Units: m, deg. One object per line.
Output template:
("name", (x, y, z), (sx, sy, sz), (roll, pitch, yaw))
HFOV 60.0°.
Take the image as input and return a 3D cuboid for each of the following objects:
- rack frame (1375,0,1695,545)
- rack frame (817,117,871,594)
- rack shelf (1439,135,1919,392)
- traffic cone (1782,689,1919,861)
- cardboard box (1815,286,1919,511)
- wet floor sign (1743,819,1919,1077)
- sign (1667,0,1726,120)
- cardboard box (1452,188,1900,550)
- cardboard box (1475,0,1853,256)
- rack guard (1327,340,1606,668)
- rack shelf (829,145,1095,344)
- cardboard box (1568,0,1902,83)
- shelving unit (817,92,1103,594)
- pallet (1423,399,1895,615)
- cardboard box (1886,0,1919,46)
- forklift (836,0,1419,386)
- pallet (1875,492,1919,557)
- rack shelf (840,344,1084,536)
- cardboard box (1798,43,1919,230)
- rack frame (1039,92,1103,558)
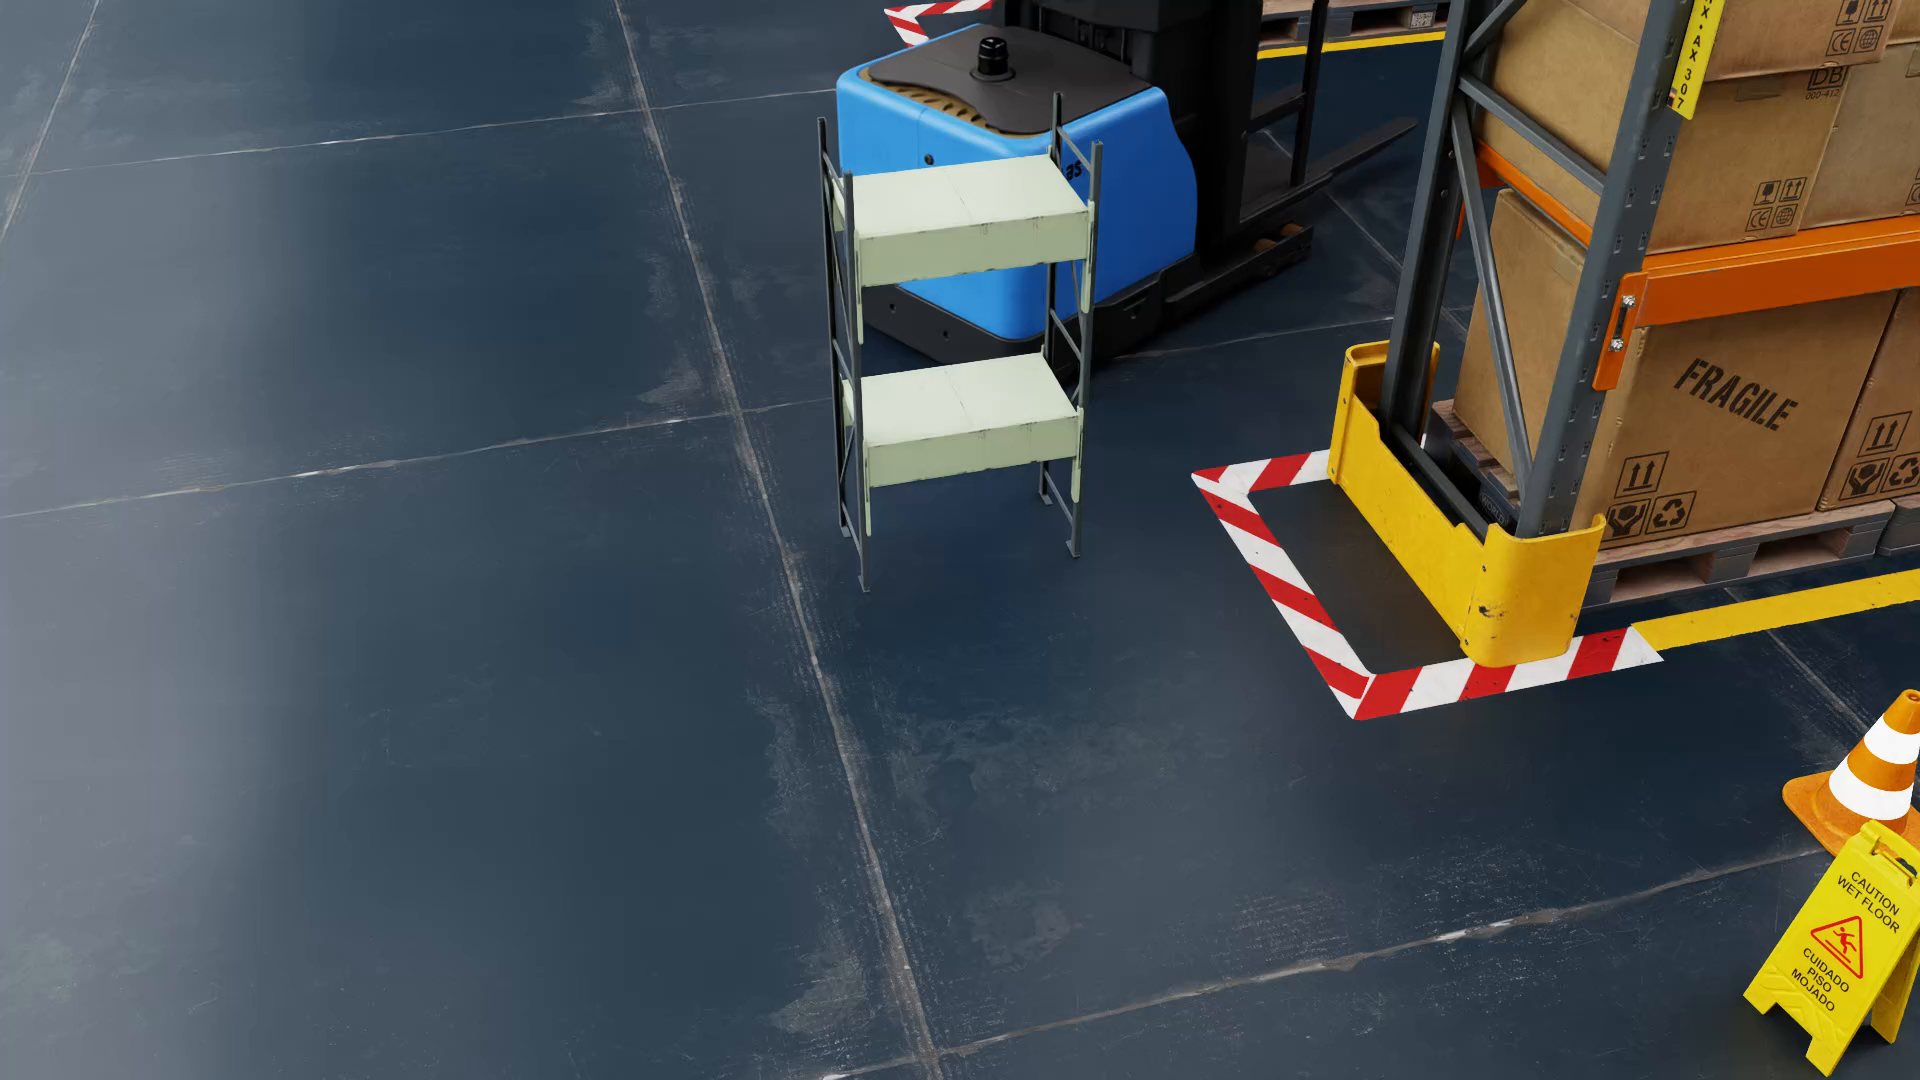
("rack frame", (1.666, -1.154, 4.789), (0.127, 3.000, 1.000), (-9, 38, -12))
("rack frame", (-0.360, -0.537, 5.217), (0.023, 1.500, 0.400), (-9, 38, -12))
("rack shelf", (3.597, -1.185, 5.422), (4.000, 0.370, 1.077), (-9, 38, -12))
("traffic cone", (2.549, 0.603, 4.581), (0.334, 0.463, 0.336), (-9, 38, -12))
("cardboard box", (3.152, -0.763, 5.682), (0.875, 0.875, 0.875), (-10, 39, -13))
("wet floor sign", (2.154, 0.948, 3.980), (0.232, 0.644, 0.267), (-16, 40, -20))
("sign", (1.805, -1.202, 4.075), (0.005, 0.325, 0.100), (-9, 38, -12))
("cardboard box", (2.304, -0.623, 5.498), (0.875, 0.875, 0.875), (-9, 38, -12))
("cardboard box", (2.012, -1.298, 4.855), (0.550, 0.550, 0.875), (-9, 38, -12))
("rack guard", (1.643, -0.157, 5.544), (0.348, 0.500, 1.175), (-9, 38, -12))
("rack shelf", (-0.006, -0.905, 5.056), (0.720, 0.370, 0.431), (-9, 38, -12))
("cardboard box", (2.034, -1.678, 4.463), (0.550, 0.550, 0.875), (-9, 38, -12))
("shelving unit", (-0.006, -0.595, 5.293), (0.755, 1.500, 0.431), (-9, 38, -12))
("pallet", (2.418, -0.218, 5.862), (1.213, 0.211, 1.003), (-9, 38, -12))
("cardboard box", (2.541, -1.819, 4.647), (0.550, 0.550, 0.875), (-9, 38, -12))
("forklift", (0.912, -2.506, 6.613), (3.031, 2.935, 1.130), (-31, 47, -34))
("pallet", (3.593, -0.410, 6.112), (1.213, 0.211, 1.003), (-9, 38, -12))
("rack shelf", (-0.006, -0.336, 5.491), (0.720, 0.370, 0.431), (-9, 38, -12))
("cardboard box", (2.538, -1.398, 4.986), (0.550, 0.550, 0.875), (-9, 38, -12))
("rack frame", (0.347, -0.653, 5.369), (0.023, 1.500, 0.400), (-9, 38, -12))
